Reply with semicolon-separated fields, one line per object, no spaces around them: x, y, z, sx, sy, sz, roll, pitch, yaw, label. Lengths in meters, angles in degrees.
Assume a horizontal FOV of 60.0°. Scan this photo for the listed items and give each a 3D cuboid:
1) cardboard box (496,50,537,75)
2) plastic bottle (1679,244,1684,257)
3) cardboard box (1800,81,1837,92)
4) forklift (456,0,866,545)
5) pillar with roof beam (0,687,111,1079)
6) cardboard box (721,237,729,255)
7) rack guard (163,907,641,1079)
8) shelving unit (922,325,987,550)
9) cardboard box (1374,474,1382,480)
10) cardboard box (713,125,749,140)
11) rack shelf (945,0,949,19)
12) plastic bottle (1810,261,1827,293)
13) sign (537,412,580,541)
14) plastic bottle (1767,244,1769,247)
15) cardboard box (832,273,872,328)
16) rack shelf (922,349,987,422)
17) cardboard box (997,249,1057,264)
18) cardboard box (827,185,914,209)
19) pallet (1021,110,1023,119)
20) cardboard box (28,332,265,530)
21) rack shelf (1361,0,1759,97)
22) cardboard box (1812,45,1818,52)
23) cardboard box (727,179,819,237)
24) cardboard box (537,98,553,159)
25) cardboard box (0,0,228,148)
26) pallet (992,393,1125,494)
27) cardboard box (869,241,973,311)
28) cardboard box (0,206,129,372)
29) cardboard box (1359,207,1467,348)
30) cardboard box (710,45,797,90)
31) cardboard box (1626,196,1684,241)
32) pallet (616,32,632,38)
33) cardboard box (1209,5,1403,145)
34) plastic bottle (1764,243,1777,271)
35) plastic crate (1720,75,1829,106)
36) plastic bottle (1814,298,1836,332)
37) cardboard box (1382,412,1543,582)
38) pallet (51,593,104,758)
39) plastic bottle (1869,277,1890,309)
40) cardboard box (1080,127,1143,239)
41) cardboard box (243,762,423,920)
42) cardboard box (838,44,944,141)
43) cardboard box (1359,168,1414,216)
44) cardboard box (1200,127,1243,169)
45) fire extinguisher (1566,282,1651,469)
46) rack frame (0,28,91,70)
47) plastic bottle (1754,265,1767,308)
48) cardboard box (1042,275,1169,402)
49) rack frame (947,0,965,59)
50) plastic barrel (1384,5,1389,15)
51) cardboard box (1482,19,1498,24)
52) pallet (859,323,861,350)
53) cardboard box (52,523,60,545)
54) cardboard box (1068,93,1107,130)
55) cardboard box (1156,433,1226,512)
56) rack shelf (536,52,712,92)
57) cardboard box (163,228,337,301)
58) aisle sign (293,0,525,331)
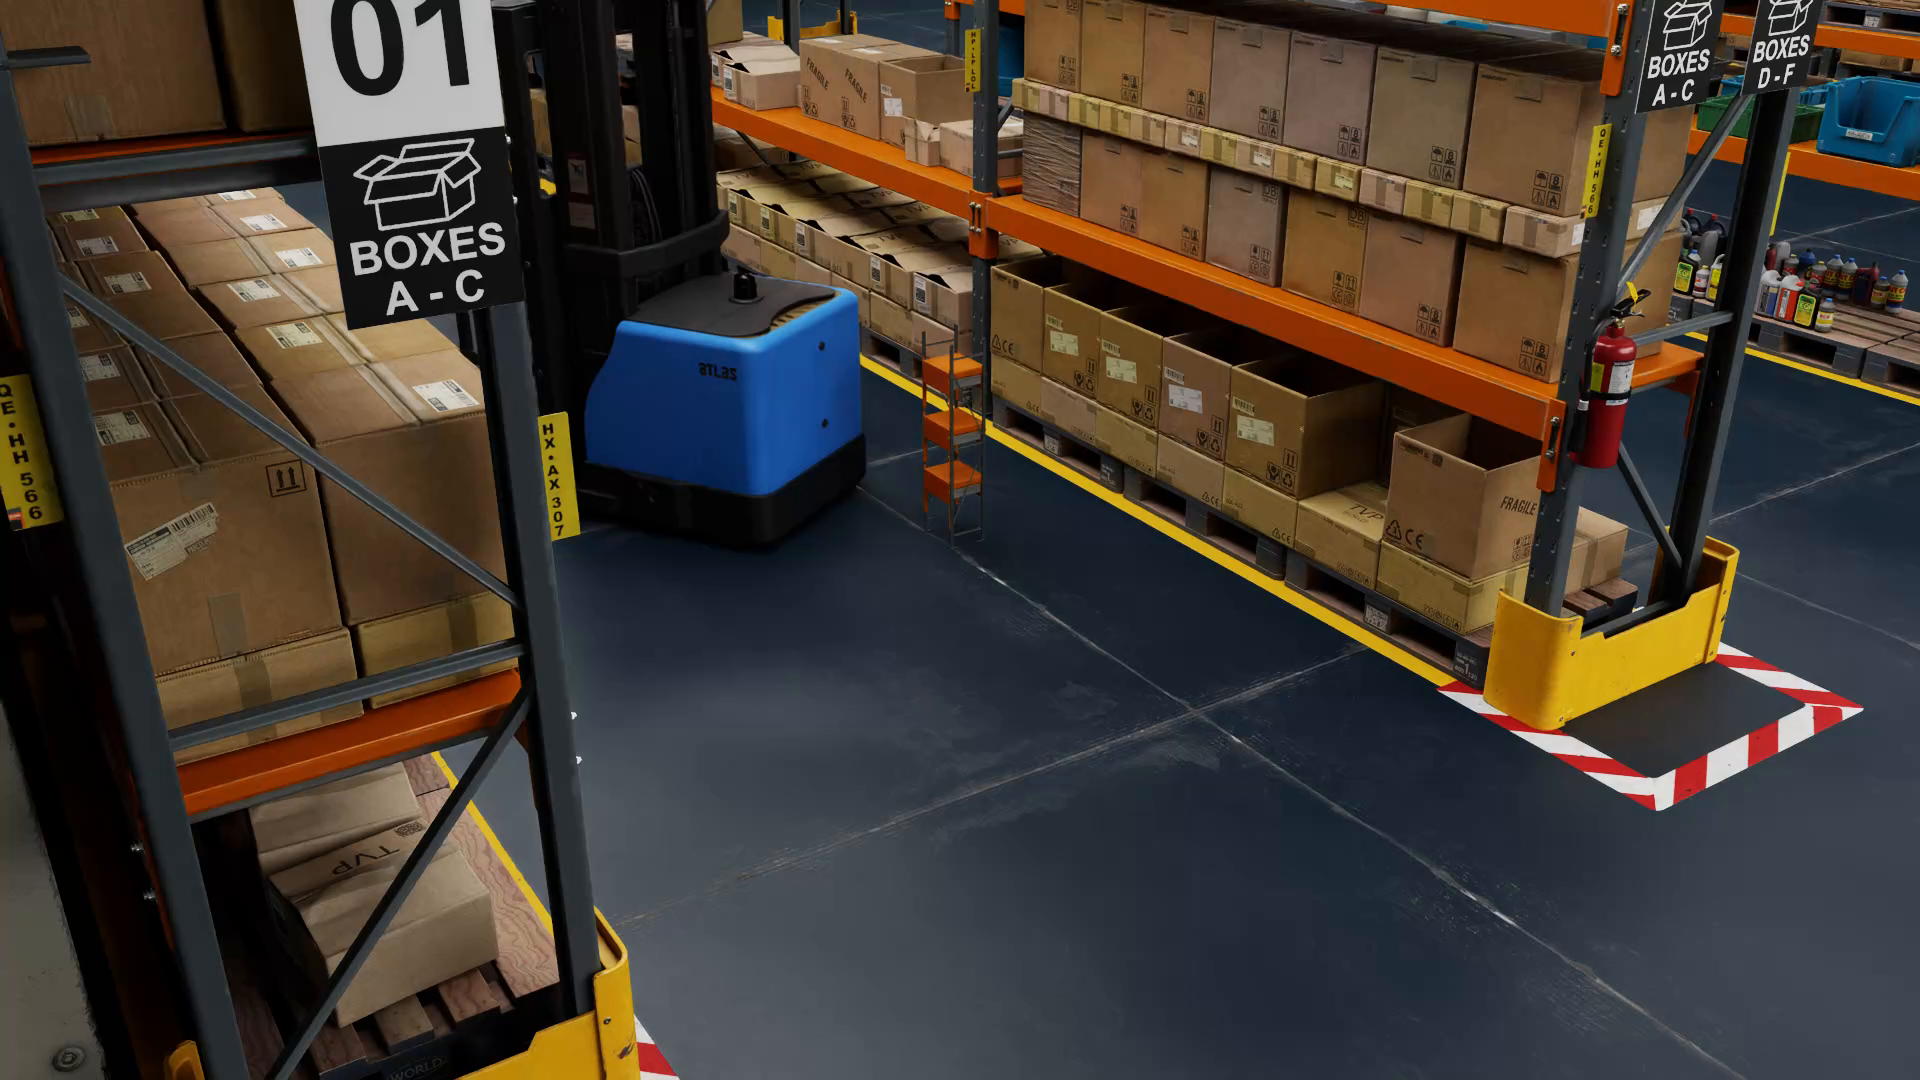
-4.876;-4.822;17.369;0.797;0.503;0.637;-16;29;-30;cardboard box
4.870;-1.921;11.403;0.144;0.351;0.185;-17;30;-32;plastic bottle
8.262;-3.995;15.622;0.700;0.500;0.500;-16;29;-30;cardboard box
-2.053;-1.721;8.473;3.031;2.935;1.130;12;28;24;forklift
1.057;-3.398;4.917;9.100;9.000;0.400;-16;29;-30;pillar with roof beam
-1.622;-2.341;12.434;0.500;0.250;0.500;-16;29;-30;cardboard box
-1.485;1.470;4.560;1.175;0.500;0.348;-16;29;-30;rack guard
-0.029;-0.494;8.077;0.215;1.050;0.252;-16;29;-30;shelving unit
2.050;-0.336;8.187;0.500;0.250;0.500;-16;29;-30;cardboard box
-1.962;-3.134;13.798;0.500;0.500;0.500;-17;30;-31;cardboard box
-0.785;-6.624;19.621;1.077;0.370;4.000;-16;29;-30;rack shelf
5.833;-1.790;11.301;0.097;0.201;0.097;0;25;0;plastic bottle
-0.989;-0.151;4.052;0.100;0.325;0.005;-16;29;-30;sign
5.548;-2.026;11.626;0.144;0.351;0.185;-16;29;-30;plastic bottle
-0.502;-1.611;10.888;0.500;0.250;0.500;-15;29;-28;cardboard box
-0.029;-0.741;7.960;0.215;0.259;0.240;-16;29;-30;rack shelf
0.504;-1.625;10.262;0.500;0.311;0.500;-15;29;-29;cardboard box
-0.608;-2.355;11.807;0.500;0.311;0.500;-16;30;-30;cardboard box
1.363;-4.250;17.017;1.003;0.211;1.213;-16;29;-30;pallet
-2.145;-0.215;4.475;0.500;0.500;0.500;-15;29;-29;cardboard box
1.613;-2.535;7.446;1.077;0.370;4.000;-16;29;-30;rack shelf
10.272;-6.311;20.552;0.500;0.500;0.500;-16;29;-30;cardboard box
-1.329;-2.409;11.921;0.500;0.311;0.500;-16;30;-31;cardboard box
-3.485;-3.731;15.064;0.500;0.500;0.500;-15;29;-29;cardboard box
-1.883;-1.134;3.494;0.500;0.500;0.500;-13;28;-26;cardboard box
0.920;-0.664;9.420;1.003;0.211;1.213;-16;29;-30;pallet
-0.229;-1.682;10.382;0.500;0.311;0.500;-15;29;-28;cardboard box
-3.266;-0.941;6.014;0.500;0.500;0.500;-16;29;-30;cardboard box
2.170;-1.191;7.152;0.700;0.500;0.500;-15;29;-28;cardboard box
-1.500;-3.470;12.201;0.500;0.311;0.500;-14;28;-26;cardboard box
2.671;-1.318;6.661;0.380;0.149;0.250;-16;30;-30;cardboard box
-2.728;-4.258;13.991;1.003;0.211;1.213;-16;29;-30;pallet
1.591;-2.156;7.676;0.700;0.500;0.500;-16;29;-30;cardboard box
5.544;-1.912;11.463;0.061;0.283;0.133;-16;29;-30;plastic bottle
5.505;-2.973;11.218;0.499;0.251;0.616;-16;29;-30;plastic crate
5.487;-1.430;10.538;0.097;0.201;0.097;0;25;0;plastic bottle
2.163;-0.197;7.014;0.500;0.500;0.500;-16;29;-30;cardboard box
-3.231;0.429;7.104;1.003;0.211;1.213;-16;29;-30;pallet
6.072;-1.633;10.969;0.097;0.201;0.097;0;25;0;plastic bottle
1.062;-1.920;8.697;0.700;0.500;0.500;-16;30;-30;cardboard box
-2.057;0.912;5.450;0.500;0.311;0.500;-13;28;-25;cardboard box
-0.445;-2.911;10.795;0.500;0.500;0.500;-15;29;-29;cardboard box
1.917;-1.495;7.036;0.380;0.149;0.250;-15;29;-29;cardboard box
1.354;-1.864;7.817;0.380;0.149;0.250;-16;30;-30;cardboard box
2.380;-0.603;6.115;0.296;0.674;0.183;-16;29;-30;fire extinguisher
-1.443;-2.346;2.688;1.000;3.000;0.127;-16;29;-30;rack frame
5.203;-1.702;10.940;0.144;0.351;0.185;-14;29;-27;plastic bottle
0.792;-1.089;8.904;0.500;0.500;0.500;-16;29;-30;cardboard box
0.306;-6.234;17.952;1.000;3.000;0.127;-16;29;-30;rack frame
3.460;-4.385;13.904;0.421;0.512;0.421;0;25;0;plastic barrel
6.281;-5.438;18.263;1.225;0.875;0.875;-17;30;-32;cardboard box
-0.584;-1.650;11.508;1.003;0.211;1.213;-16;29;-30;pallet
-2.710;-0.238;5.404;0.500;0.250;0.500;-15;29;-29;cardboard box
0.785;-2.235;8.604;0.380;0.149;0.250;-16;30;-31;cardboard box
1.336;-0.392;8.306;0.500;0.250;0.500;-16;29;-30;cardboard box
-2.754;-4.040;14.148;1.077;0.370;4.000;-16;29;-30;rack shelf
-2.282;-0.701;5.506;0.500;0.500;0.500;-15;29;-28;cardboard box
-1.153;-0.853;3.508;0.394;0.787;0.004;-16;29;-30;aisle sign
